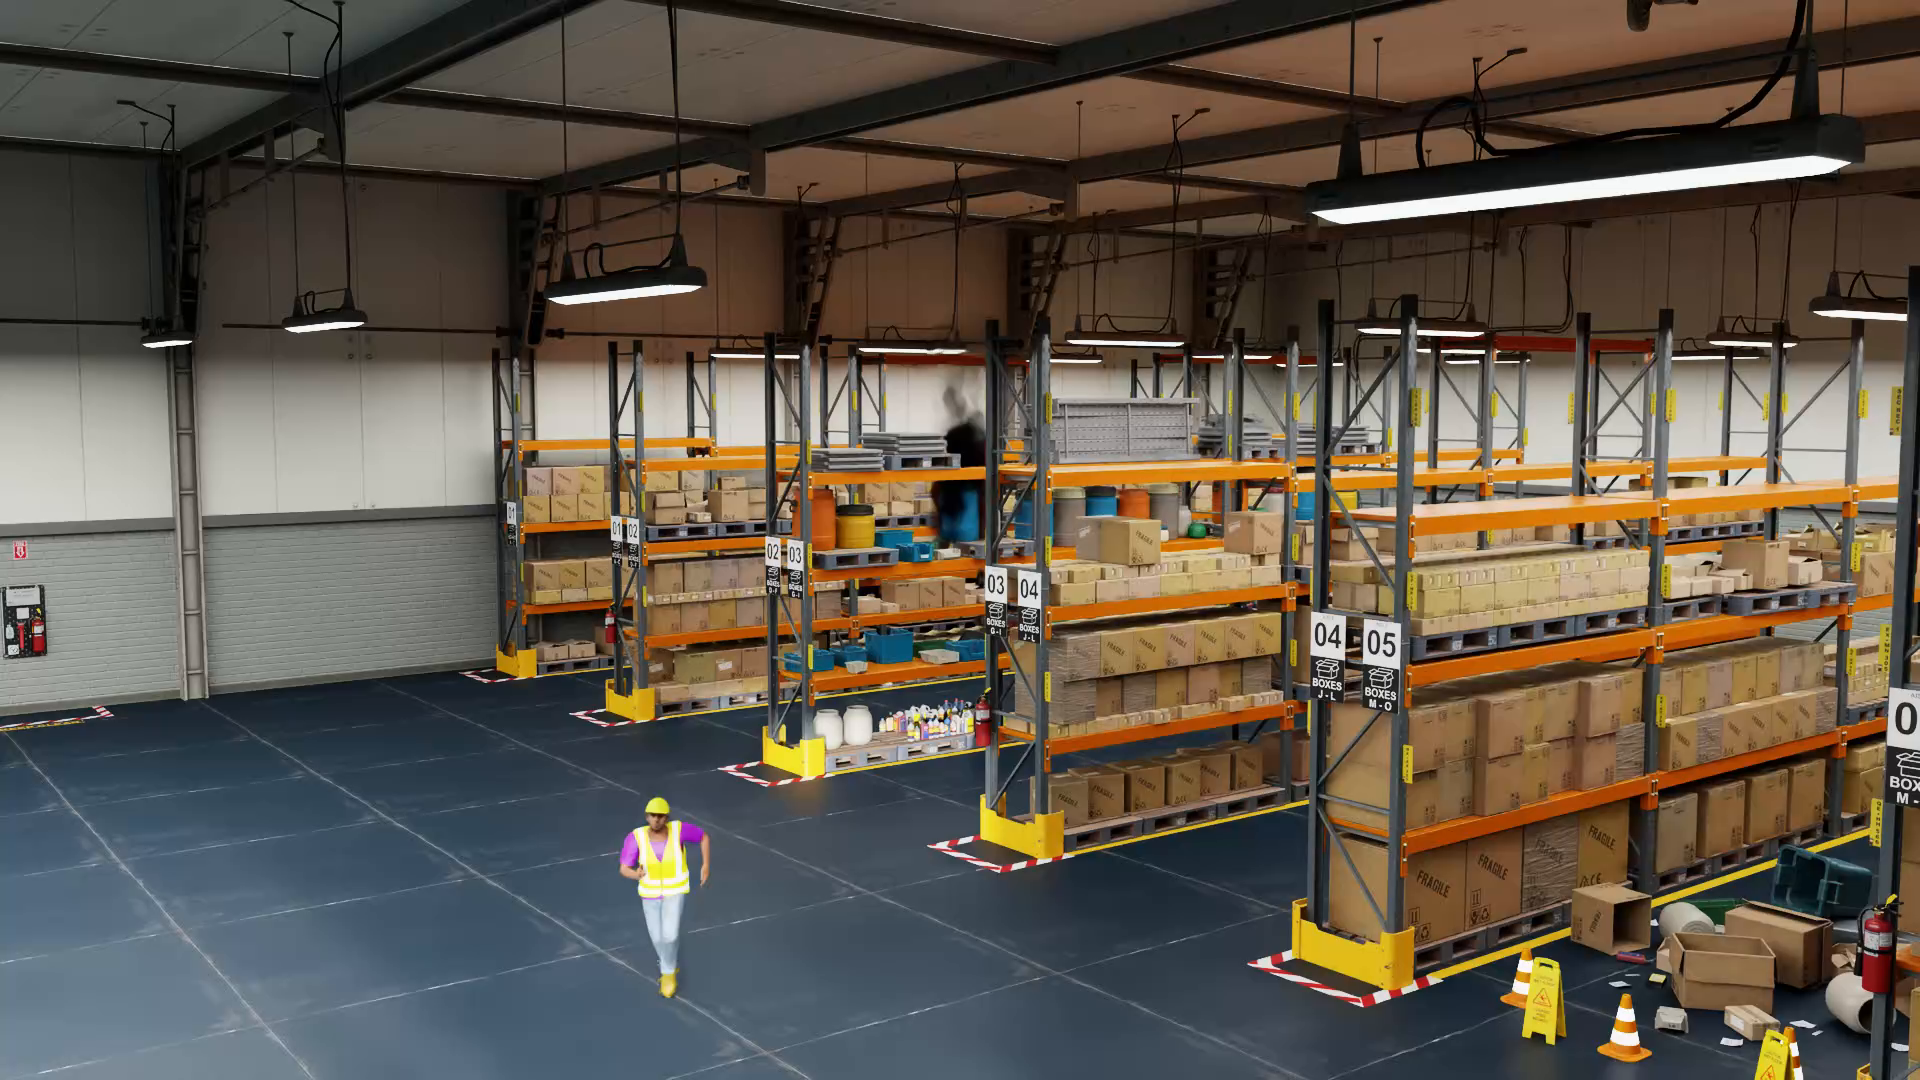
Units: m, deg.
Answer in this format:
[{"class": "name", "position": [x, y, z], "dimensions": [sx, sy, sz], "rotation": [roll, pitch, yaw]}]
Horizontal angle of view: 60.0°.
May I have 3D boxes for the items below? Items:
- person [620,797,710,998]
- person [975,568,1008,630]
[{"class": "person", "position": [-2.526, 3.036, 14.222], "dimensions": [0.735, 1.736, 0.796], "rotation": [0, 5, -3]}, {"class": "person", "position": [0.605, 1.302, 34.371], "dimensions": [0.993, 1.720, 0.673], "rotation": [-4, 7, -41]}]
